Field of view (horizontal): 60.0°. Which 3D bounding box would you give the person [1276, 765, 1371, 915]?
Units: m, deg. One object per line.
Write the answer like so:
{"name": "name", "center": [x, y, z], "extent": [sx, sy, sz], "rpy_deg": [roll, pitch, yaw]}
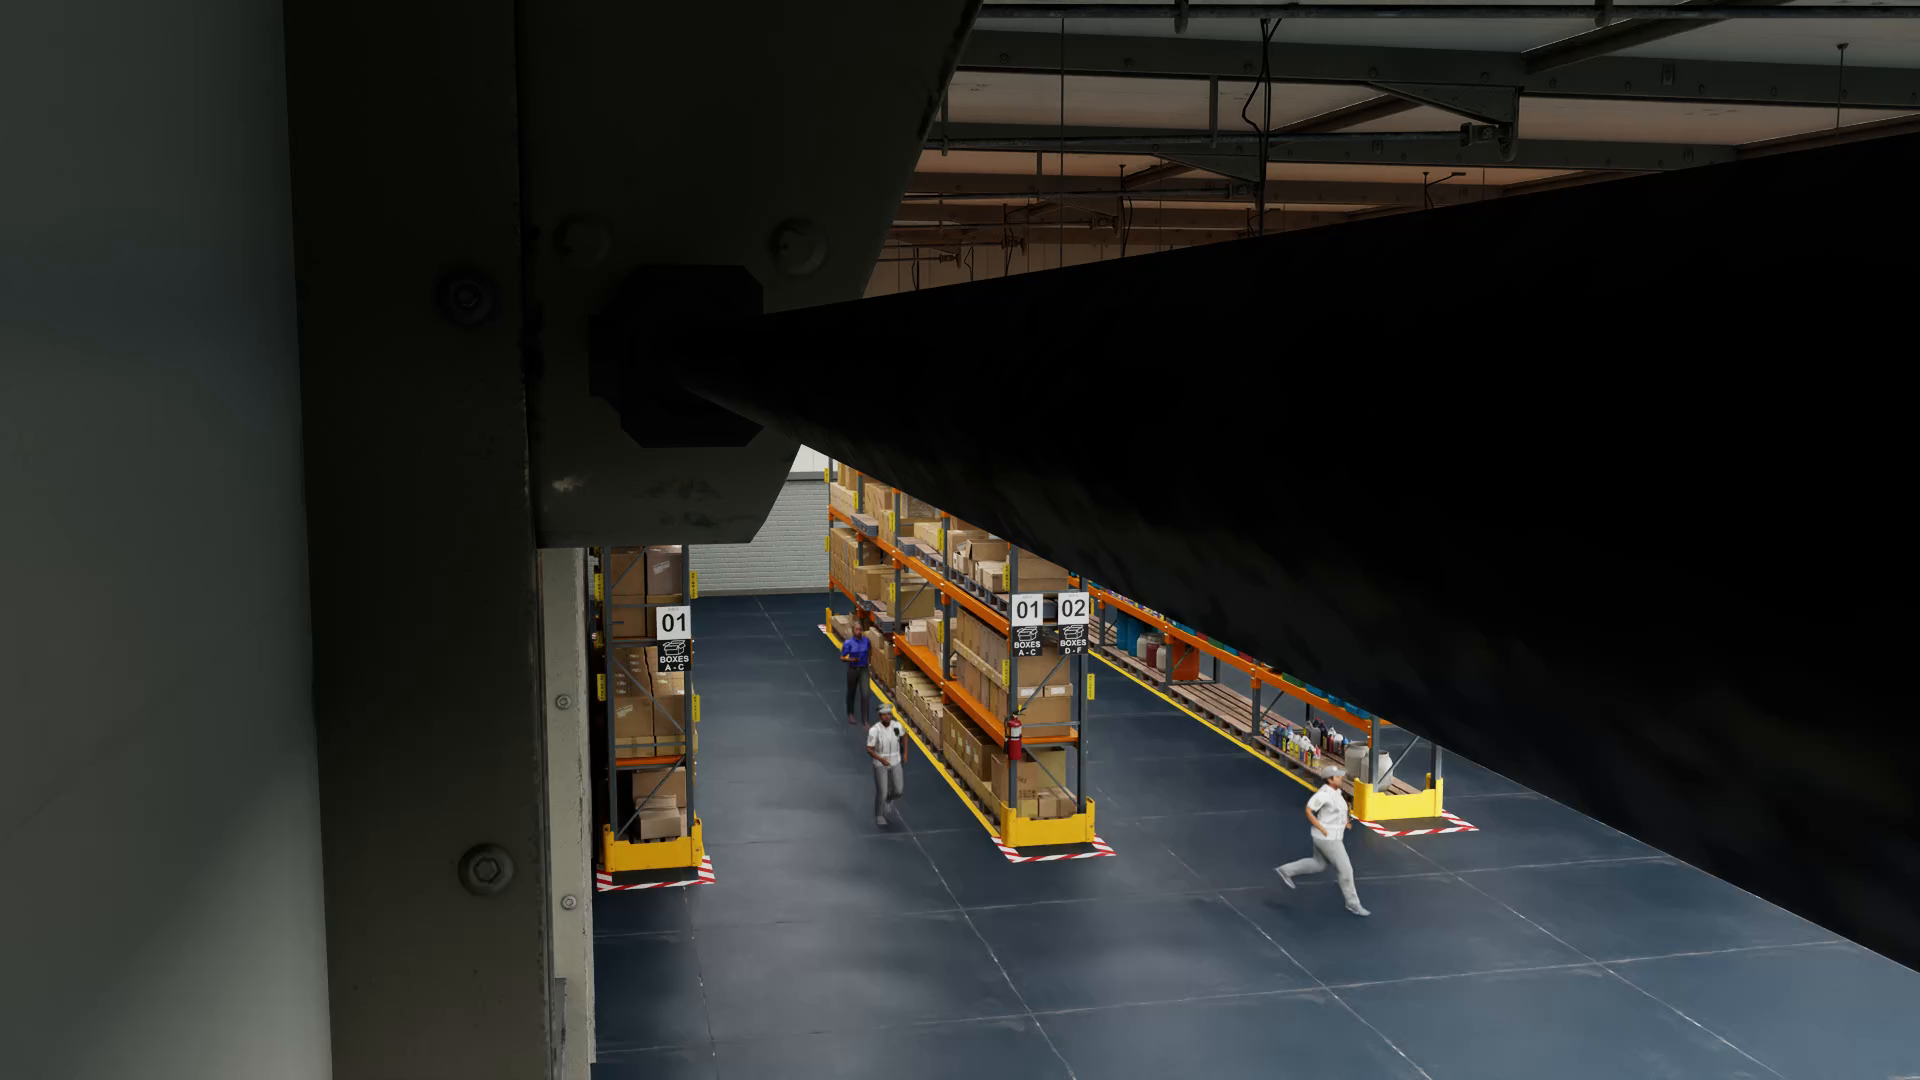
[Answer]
{"name": "person", "center": [4.084, 3.336, 18.610], "extent": [1.048, 1.684, 0.578], "rpy_deg": [2, 7, 15]}

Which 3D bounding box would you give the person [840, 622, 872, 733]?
{"name": "person", "center": [-1.613, 2.131, 26.256], "extent": [0.576, 1.685, 0.853], "rpy_deg": [-2, 7, -17]}

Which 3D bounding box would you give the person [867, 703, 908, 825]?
{"name": "person", "center": [-0.923, 2.934, 21.764], "extent": [0.611, 1.657, 0.652], "rpy_deg": [-2, 7, -20]}
